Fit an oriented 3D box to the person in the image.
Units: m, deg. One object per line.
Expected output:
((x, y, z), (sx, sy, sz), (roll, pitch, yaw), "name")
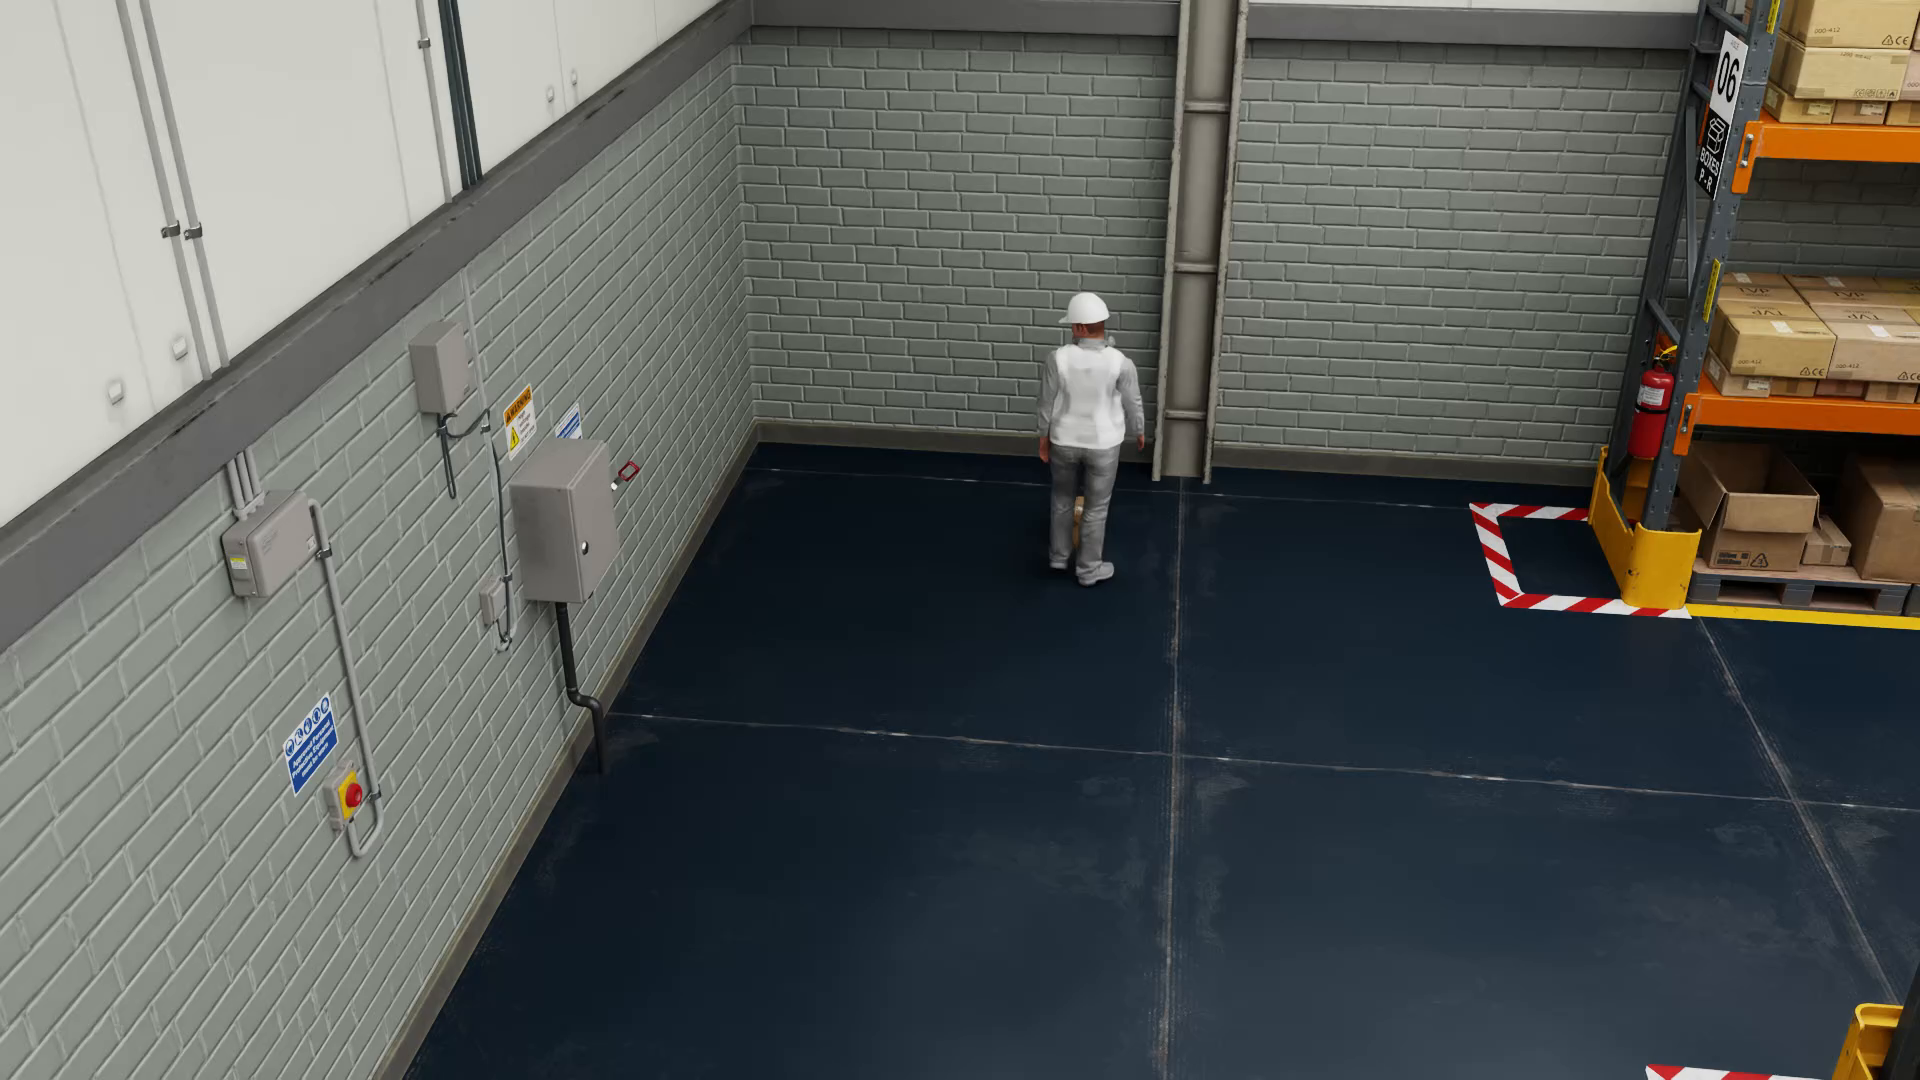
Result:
((0.761, -0.557, 9.670), (0.589, 1.851, 0.457), (9, 29, 16), "person")
